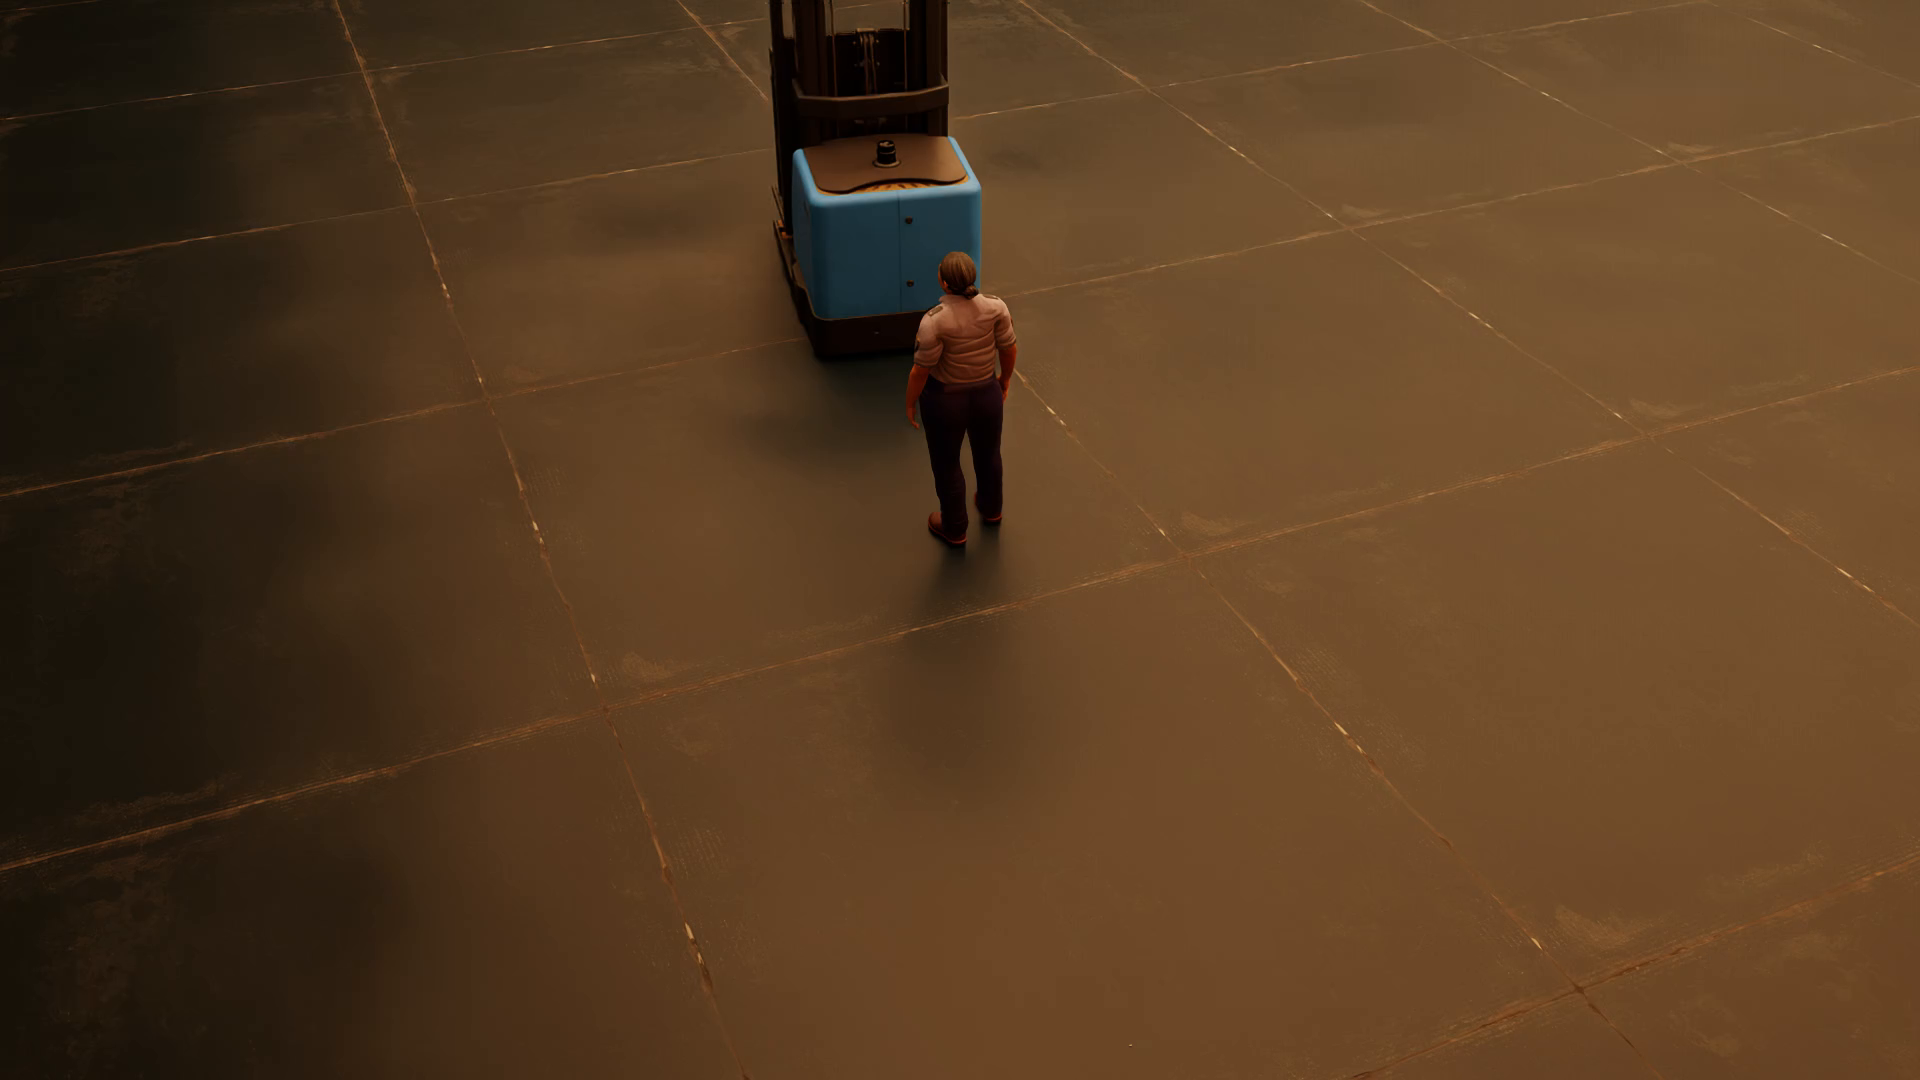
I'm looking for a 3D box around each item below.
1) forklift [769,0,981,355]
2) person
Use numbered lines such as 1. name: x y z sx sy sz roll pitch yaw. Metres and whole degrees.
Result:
1. forklift: -0.672 -3.165 10.550 1.130 2.935 3.031 -7 36 -10
2. person: -0.014 -0.730 8.220 0.599 1.650 0.503 -14 38 -19
